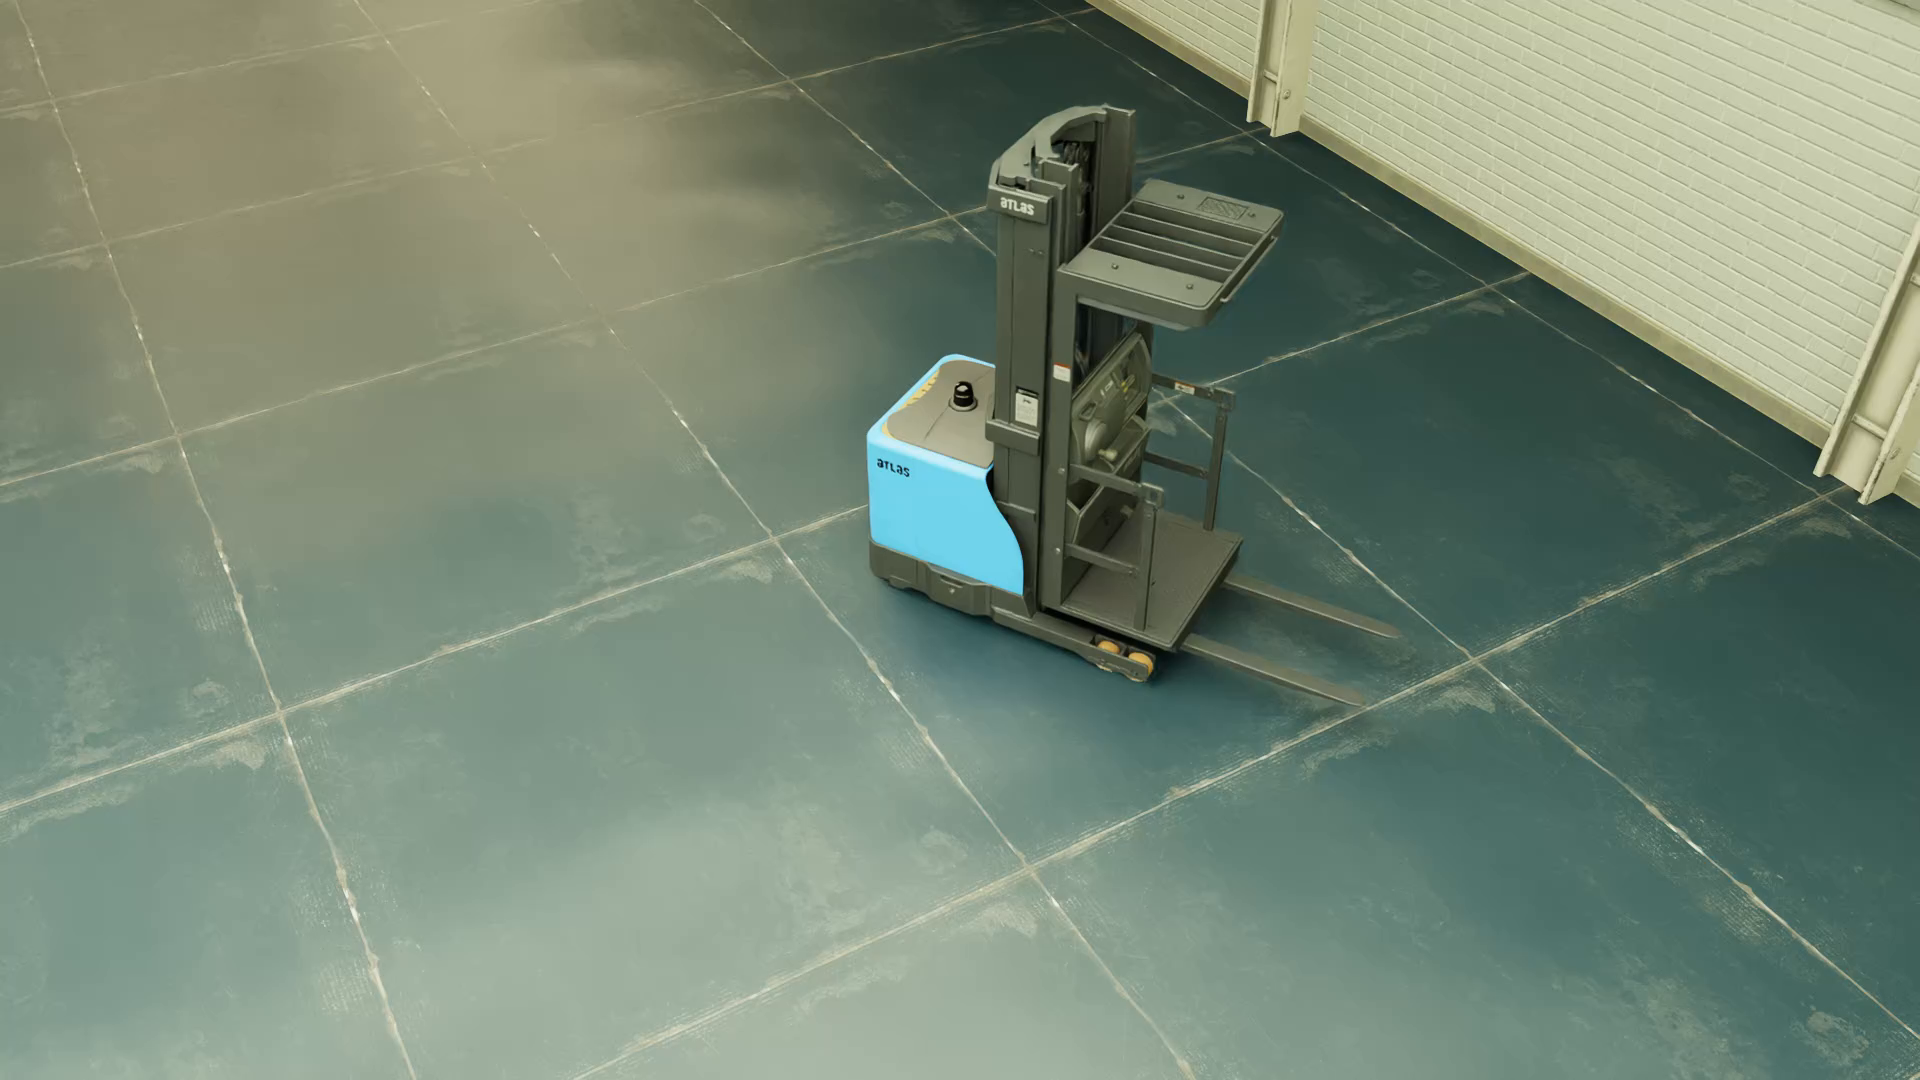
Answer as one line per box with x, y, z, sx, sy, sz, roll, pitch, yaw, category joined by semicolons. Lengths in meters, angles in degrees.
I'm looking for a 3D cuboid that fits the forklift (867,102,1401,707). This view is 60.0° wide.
0.997;-0.719;8.903;3.031;2.935;1.130;19;43;22;forklift
